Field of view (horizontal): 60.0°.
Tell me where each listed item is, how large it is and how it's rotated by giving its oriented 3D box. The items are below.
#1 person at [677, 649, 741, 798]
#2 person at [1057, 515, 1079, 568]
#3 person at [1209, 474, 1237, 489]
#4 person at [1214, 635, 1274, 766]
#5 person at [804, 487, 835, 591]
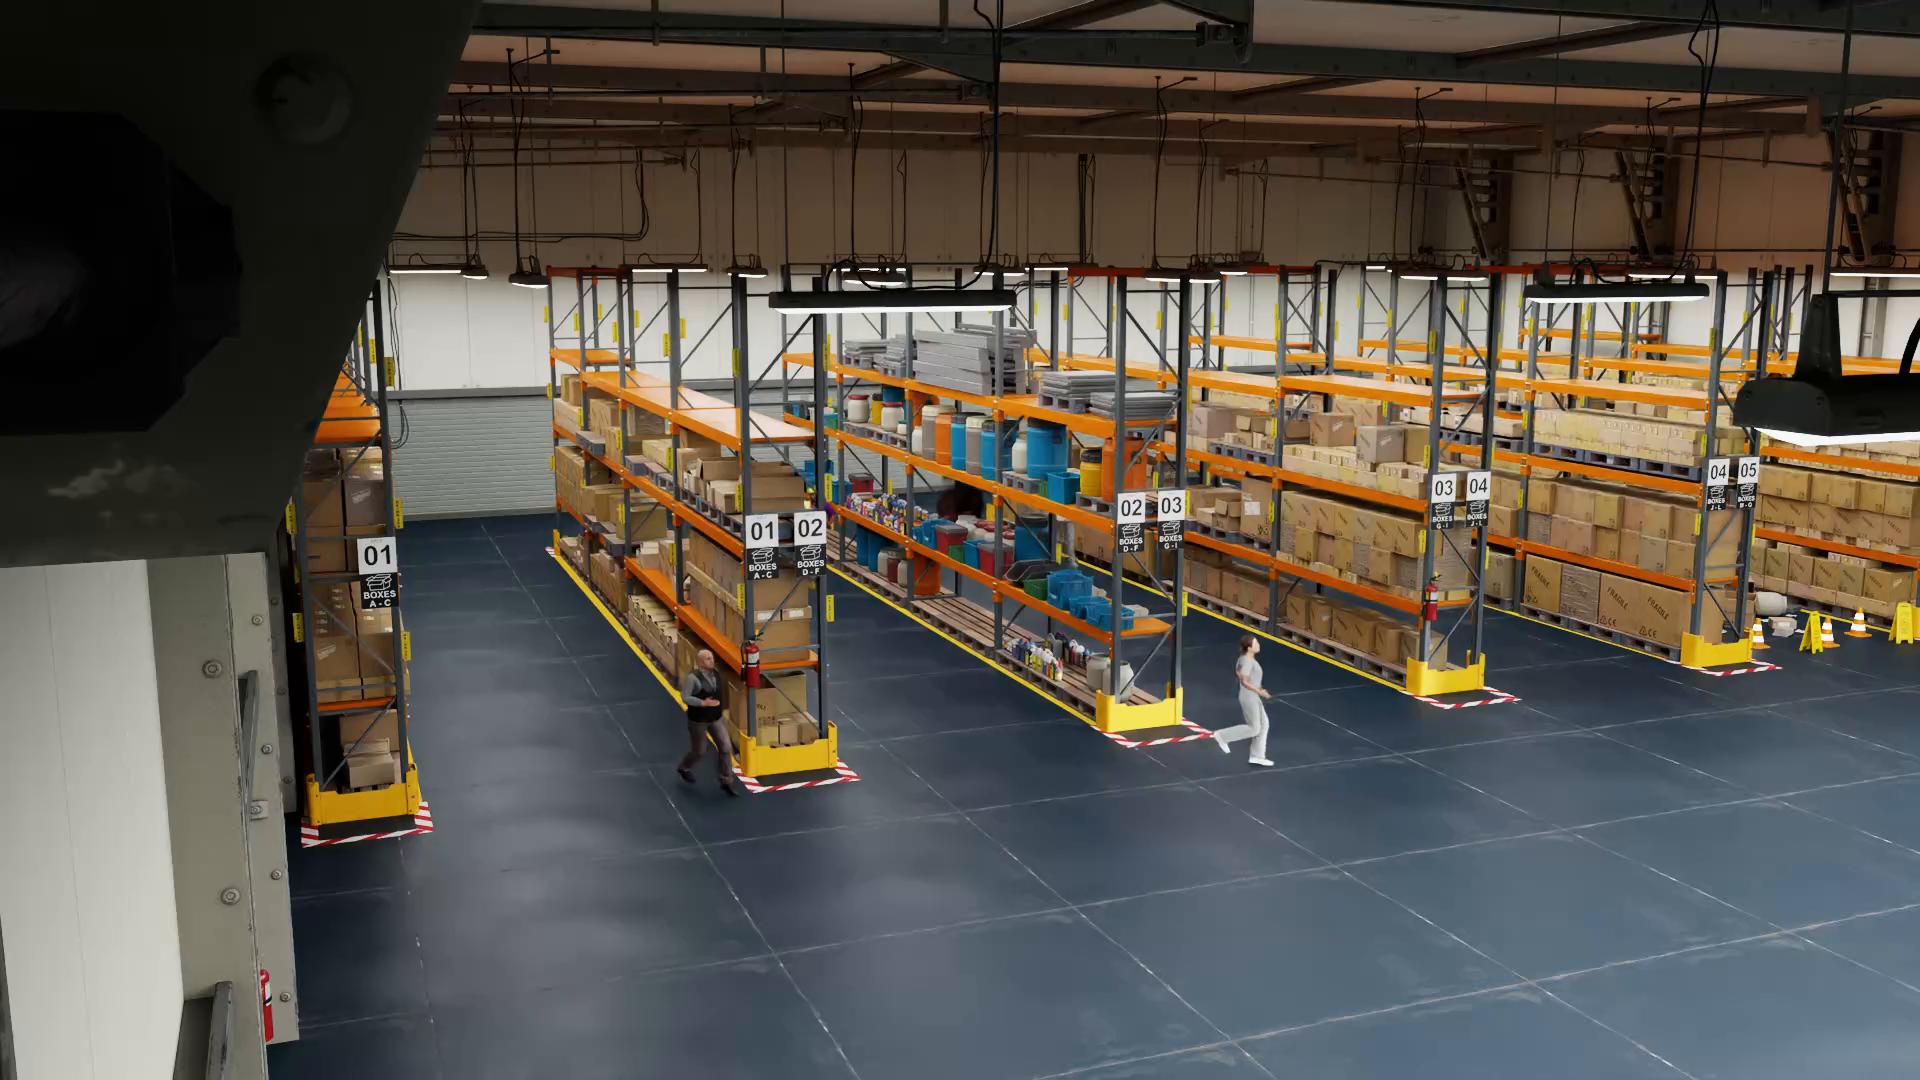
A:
[{"bbox_3d":[-3.002,2.127,19.524,0.920,1.742,0.690,9,13,40],"label":"person"},{"bbox_3d":[2.000,-0.362,31.813,0.656,1.825,0.870,-4,11,-22],"label":"person"},{"bbox_3d":[6.493,-1.742,41.902,1.033,1.686,0.590,-4,11,-22],"label":"person"},{"bbox_3d":[3.539,1.981,20.654,0.749,1.649,0.568,1,10,8],"label":"person"},{"bbox_3d":[-2.623,-0.061,30.350,0.704,1.862,0.705,-3,10,-15],"label":"person"}]
